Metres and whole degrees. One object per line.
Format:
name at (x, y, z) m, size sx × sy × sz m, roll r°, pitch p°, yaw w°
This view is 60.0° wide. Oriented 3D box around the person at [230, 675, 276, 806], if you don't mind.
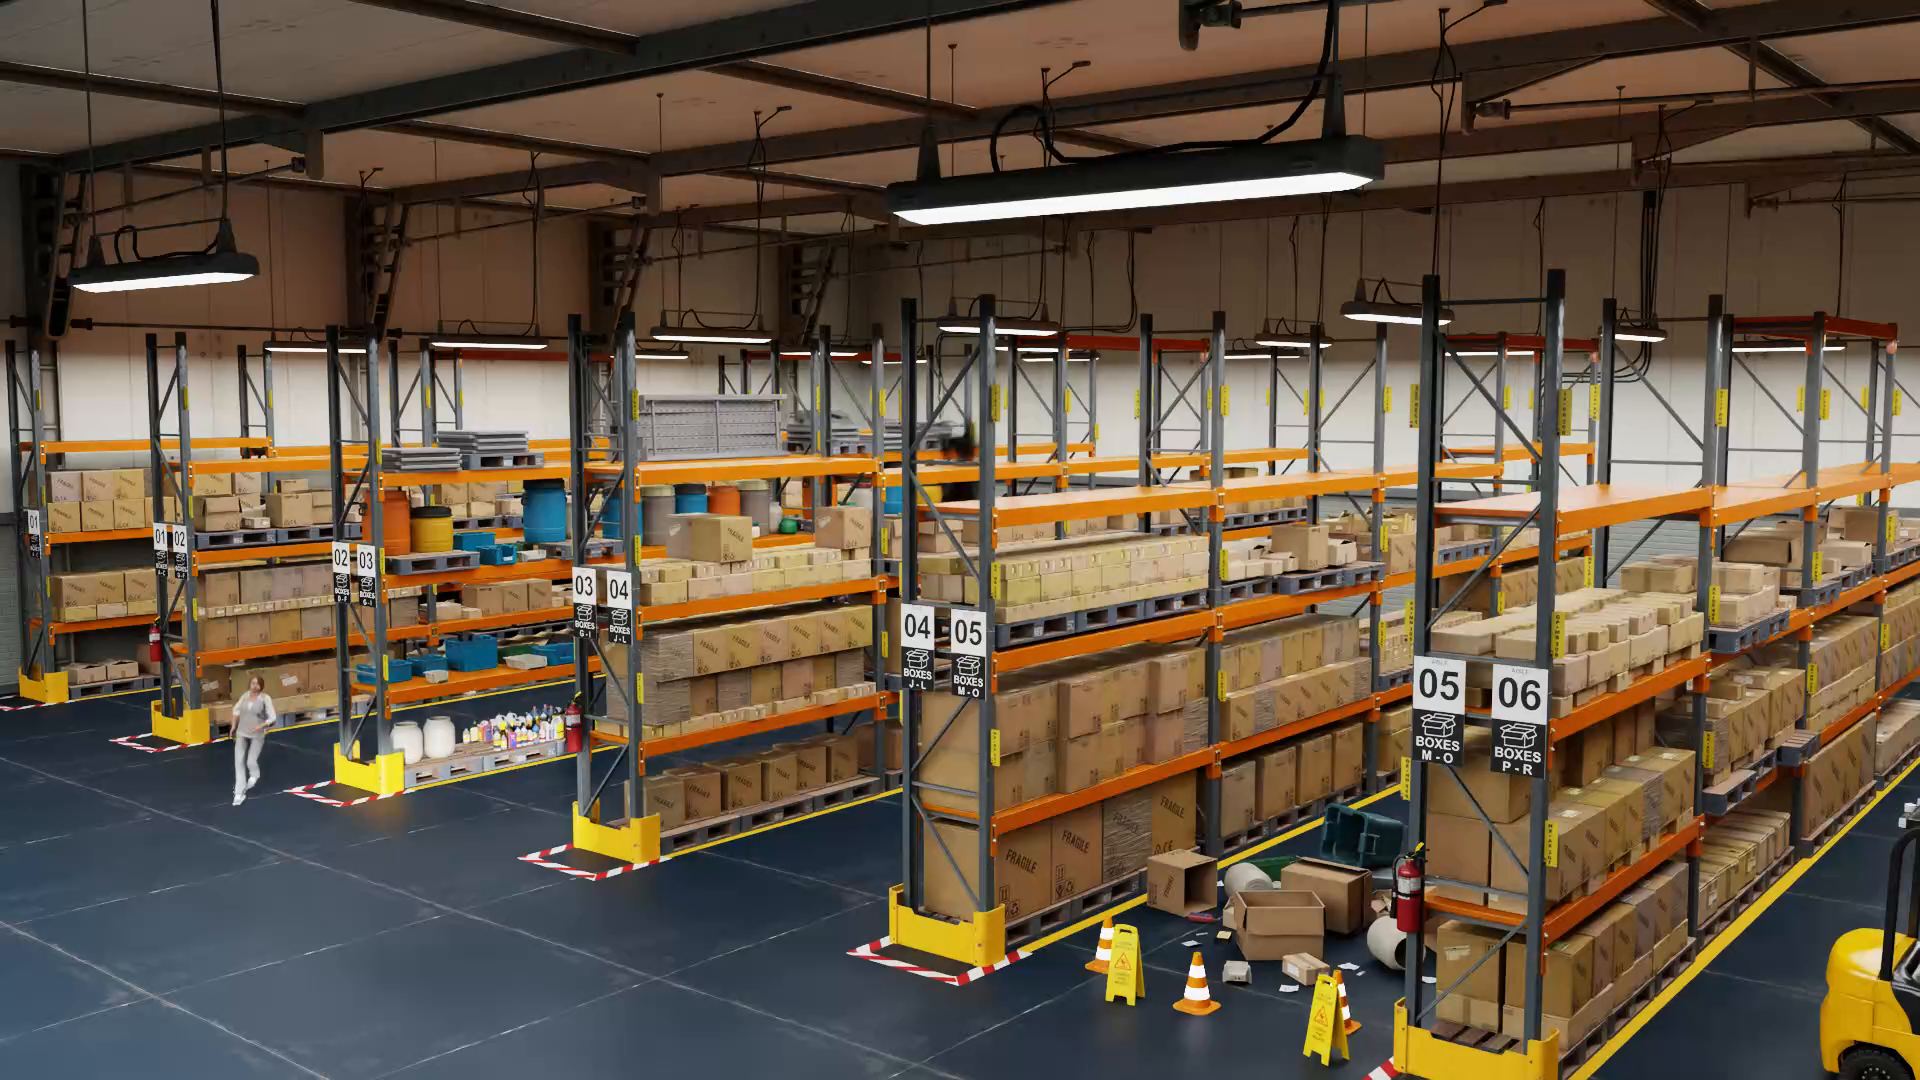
person at (-8.945, 2.497, 21.031) m, size 0.574 × 1.580 × 0.750 m, roll 0°, pitch 5°, yaw -5°
